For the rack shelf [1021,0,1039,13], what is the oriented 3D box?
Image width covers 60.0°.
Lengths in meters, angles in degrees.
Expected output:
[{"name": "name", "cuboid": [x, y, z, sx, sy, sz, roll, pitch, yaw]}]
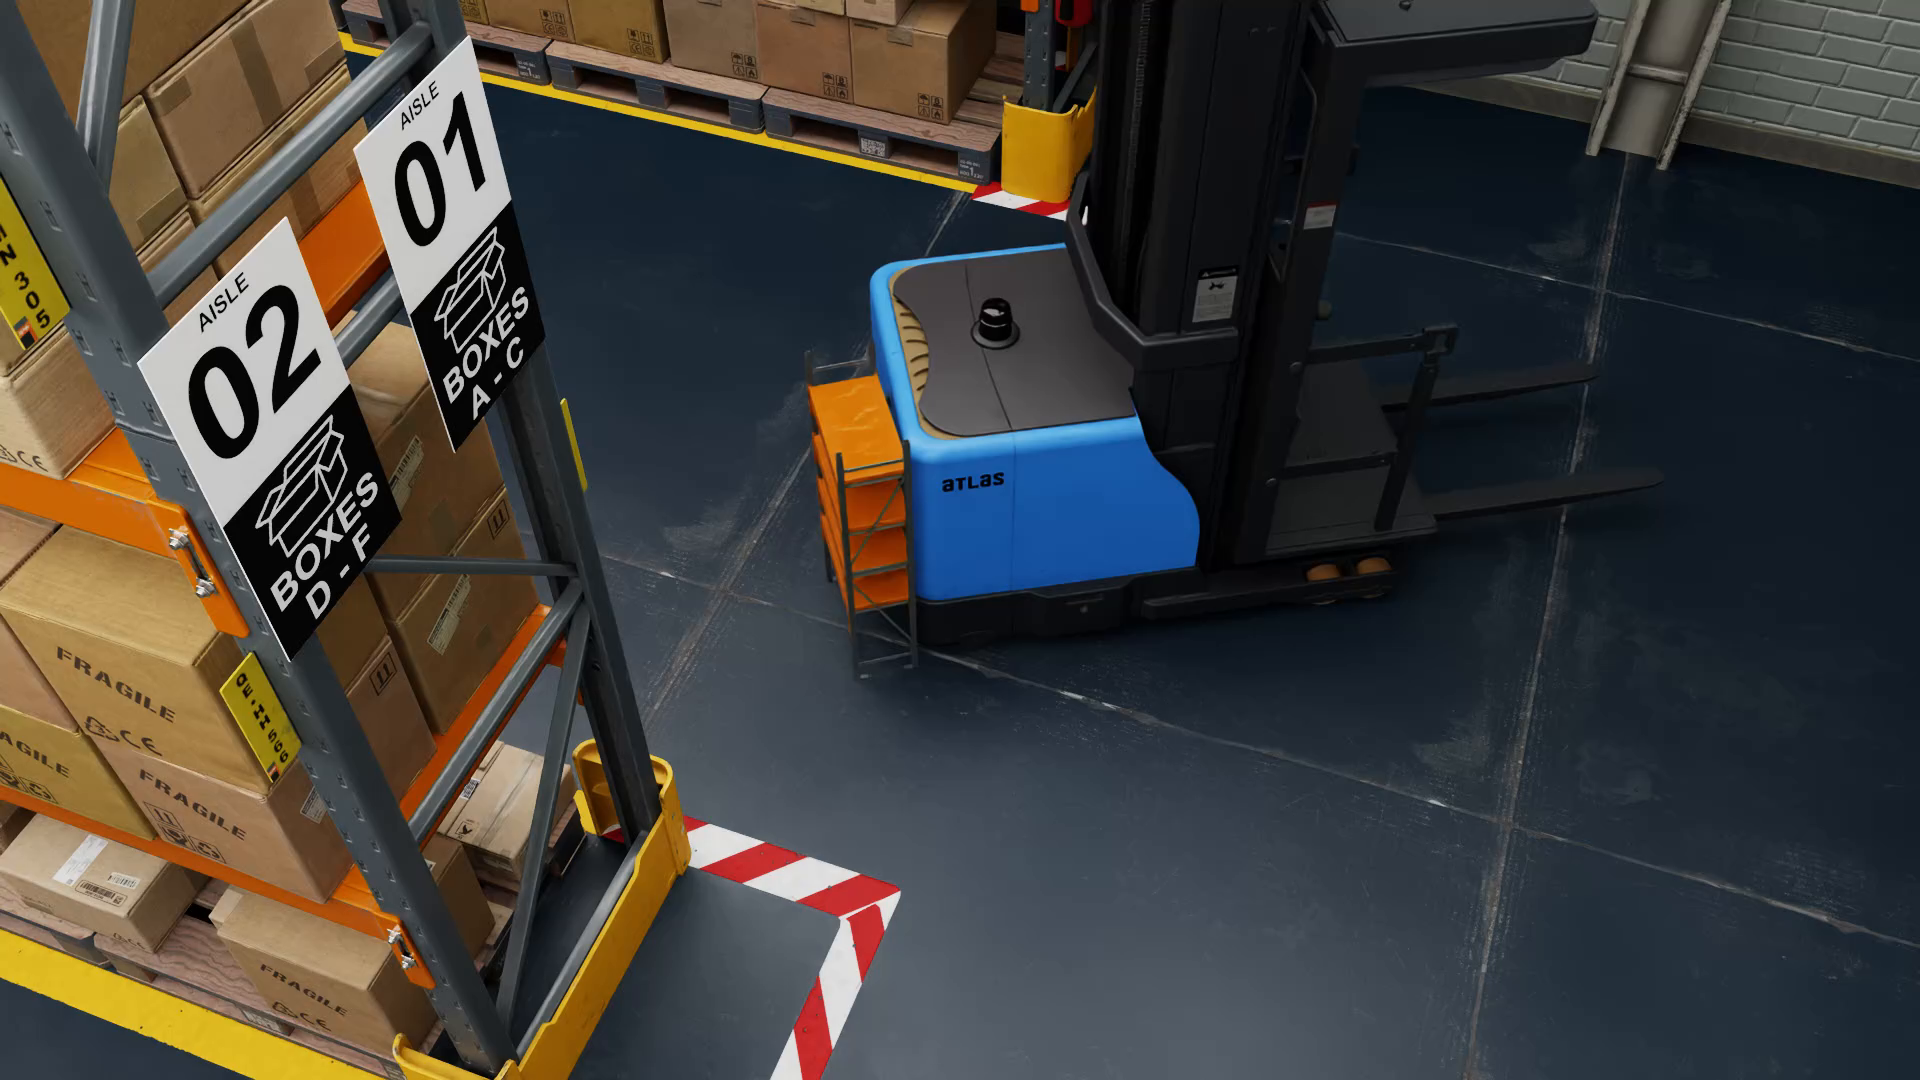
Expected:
[{"name": "rack shelf", "cuboid": [-1.354, -3.345, 8.007, 4.000, 0.370, 1.077, 16, 51, 13]}]

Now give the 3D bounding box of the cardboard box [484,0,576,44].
[{"name": "cardboard box", "cuboid": [-2.094, -3.021, 8.626, 0.500, 0.500, 0.700, 15, 51, 13]}]

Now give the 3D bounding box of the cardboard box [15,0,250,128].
[{"name": "cardboard box", "cuboid": [-1.679, -1.010, 2.794, 0.500, 0.500, 0.700, 16, 51, 13]}]

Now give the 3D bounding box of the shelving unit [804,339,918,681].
[{"name": "shelving unit", "cuboid": [-0.340, -0.079, 5.890, 0.258, 1.200, 0.503, -12, 50, -10]}]

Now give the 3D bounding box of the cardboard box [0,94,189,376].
[{"name": "cardboard box", "cuboid": [-1.761, -0.595, 2.931, 0.500, 0.250, 0.500, 16, 51, 13]}]

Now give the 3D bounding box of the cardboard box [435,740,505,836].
[{"name": "cardboard box", "cuboid": [-1.699, 0.821, 5.504, 0.250, 0.166, 0.380, 16, 51, 13]}]

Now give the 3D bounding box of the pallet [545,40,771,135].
[{"name": "pallet", "cuboid": [-1.396, -2.618, 8.746, 1.213, 0.211, 1.003, 16, 51, 13]}]

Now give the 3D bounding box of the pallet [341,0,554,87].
[{"name": "pallet", "cuboid": [-2.544, -2.937, 9.022, 1.213, 0.211, 1.003, 16, 51, 13]}]

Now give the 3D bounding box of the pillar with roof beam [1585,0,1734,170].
[{"name": "pillar with roof beam", "cuboid": [1.863, -1.876, 2.288, 0.400, 9.000, 9.100, 16, 51, 13]}]

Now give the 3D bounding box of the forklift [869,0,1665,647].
[{"name": "forklift", "cuboid": [1.222, -1.100, 5.630, 3.031, 2.935, 1.130, -8, 50, -7]}]

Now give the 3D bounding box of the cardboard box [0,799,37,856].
[{"name": "cardboard box", "cuboid": [-3.179, 0.570, 5.499, 0.637, 0.503, 0.797, 16, 51, 13]}]

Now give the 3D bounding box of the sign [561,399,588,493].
[{"name": "sign", "cuboid": [-1.003, -0.213, 4.243, 0.005, 0.325, 0.100, 16, 51, 13]}]

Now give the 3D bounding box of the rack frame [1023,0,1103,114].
[{"name": "rack frame", "cuboid": [0.522, -3.057, 7.281, 0.127, 3.000, 1.000, 16, 51, 13]}]

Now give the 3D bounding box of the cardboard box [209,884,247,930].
[{"name": "cardboard box", "cuboid": [-2.135, 1.102, 5.261, 0.250, 0.166, 0.380, 16, 51, 13]}]

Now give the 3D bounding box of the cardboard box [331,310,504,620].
[{"name": "cardboard box", "cuboid": [-1.516, -0.208, 4.084, 0.500, 0.500, 0.500, 17, 51, 14]}]

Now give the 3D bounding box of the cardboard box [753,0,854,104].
[{"name": "cardboard box", "cuboid": [-0.639, -2.619, 8.278, 0.500, 0.500, 0.700, 15, 51, 13]}]

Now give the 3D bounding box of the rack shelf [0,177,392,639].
[{"name": "rack shelf", "cuboid": [-3.067, -0.815, 3.829, 4.000, 0.370, 1.077, 16, 51, 13]}]

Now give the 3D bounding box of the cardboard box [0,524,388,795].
[{"name": "cardboard box", "cuboid": [-1.704, 0.174, 3.753, 0.500, 0.500, 0.500, 15, 51, 13]}]

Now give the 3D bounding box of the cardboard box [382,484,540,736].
[{"name": "cardboard box", "cuboid": [-1.516, 0.120, 4.462, 0.500, 0.500, 0.500, 17, 51, 14]}]

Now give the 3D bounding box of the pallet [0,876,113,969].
[{"name": "pallet", "cuboid": [-3.151, 0.820, 5.766, 1.213, 0.211, 1.003, 16, 51, 13]}]

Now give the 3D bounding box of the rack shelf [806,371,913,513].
[{"name": "rack shelf", "cuboid": [-0.340, -0.336, 5.593, 0.258, 0.148, 0.480, -12, 50, -10]}]

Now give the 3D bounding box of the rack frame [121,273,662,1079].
[{"name": "rack frame", "cuboid": [-1.191, 0.455, 4.237, 0.127, 3.000, 1.000, 16, 51, 13]}]

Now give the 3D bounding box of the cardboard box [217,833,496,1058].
[{"name": "cardboard box", "cuboid": [-1.786, 1.162, 4.987, 0.500, 0.500, 0.500, 16, 51, 13]}]

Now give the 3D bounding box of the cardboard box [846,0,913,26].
[{"name": "cardboard box", "cuboid": [-0.353, -2.605, 7.837, 0.250, 0.149, 0.380, 15, 51, 13]}]

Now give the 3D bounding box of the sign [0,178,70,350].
[{"name": "sign", "cuboid": [-1.402, -0.429, 2.432, 0.005, 0.325, 0.100, 16, 51, 13]}]

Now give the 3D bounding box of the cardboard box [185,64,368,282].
[{"name": "cardboard box", "cuboid": [-1.585, -0.793, 3.433, 0.500, 0.250, 0.500, 16, 51, 13]}]

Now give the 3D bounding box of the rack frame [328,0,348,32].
[{"name": "rack frame", "cuboid": [-3.230, -4.104, 8.189, 0.127, 3.000, 1.000, 16, 51, 13]}]

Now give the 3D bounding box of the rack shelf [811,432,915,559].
[{"name": "rack shelf", "cuboid": [-0.340, -0.181, 5.772, 0.258, 0.148, 0.480, -12, 50, -10]}]

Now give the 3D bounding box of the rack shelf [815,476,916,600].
[{"name": "rack shelf", "cuboid": [-0.339, -0.035, 5.941, 0.258, 0.148, 0.480, -12, 50, -10]}]

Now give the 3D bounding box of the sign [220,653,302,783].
[{"name": "sign", "cuboid": [-1.402, 0.361, 3.344, 0.005, 0.325, 0.100, 16, 51, 13]}]

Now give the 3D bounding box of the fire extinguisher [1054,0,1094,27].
[{"name": "fire extinguisher", "cuboid": [0.504, -2.543, 7.134, 0.183, 0.674, 0.296, 16, 51, 13]}]

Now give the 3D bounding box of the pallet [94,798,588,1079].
[{"name": "pallet", "cuboid": [-2.011, 1.141, 5.488, 1.213, 0.211, 1.003, 16, 51, 13]}]

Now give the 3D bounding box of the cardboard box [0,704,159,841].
[{"name": "cardboard box", "cuboid": [-2.193, 0.365, 4.249, 0.500, 0.500, 0.500, 16, 51, 13]}]

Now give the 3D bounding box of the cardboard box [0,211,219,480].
[{"name": "cardboard box", "cuboid": [-1.764, -0.426, 3.115, 0.500, 0.250, 0.500, 16, 51, 13]}]

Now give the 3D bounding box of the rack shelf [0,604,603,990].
[{"name": "rack shelf", "cuboid": [-3.067, 0.167, 4.963, 4.000, 0.370, 1.077, 16, 51, 13]}]

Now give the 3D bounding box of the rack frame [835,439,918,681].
[{"name": "rack frame", "cuboid": [-0.276, 0.099, 5.736, 0.240, 1.200, 0.015, -12, 50, -10]}]

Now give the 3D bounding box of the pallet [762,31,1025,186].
[{"name": "pallet", "cuboid": [-0.255, -2.298, 8.468, 1.213, 0.211, 1.003, 16, 51, 13]}]

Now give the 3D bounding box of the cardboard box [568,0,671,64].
[{"name": "cardboard box", "cuboid": [-1.613, -2.885, 8.508, 0.500, 0.500, 0.700, 17, 51, 14]}]

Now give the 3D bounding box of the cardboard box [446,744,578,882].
[{"name": "cardboard box", "cuboid": [-1.465, 0.892, 5.454, 0.250, 0.149, 0.380, 16, 51, 13]}]

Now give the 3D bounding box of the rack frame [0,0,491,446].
[{"name": "rack frame", "cuboid": [-1.191, -1.509, 1.970, 0.127, 3.000, 1.000, 16, 51, 13]}]

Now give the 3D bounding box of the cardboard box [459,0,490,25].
[{"name": "cardboard box", "cuboid": [-2.564, -3.155, 8.742, 0.500, 0.500, 0.700, 16, 51, 14]}]

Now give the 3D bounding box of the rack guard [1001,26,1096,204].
[{"name": "rack guard", "cuboid": [0.545, -2.232, 8.220, 0.348, 0.500, 1.175, 16, 51, 13]}]

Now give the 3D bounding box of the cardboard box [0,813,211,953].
[{"name": "cardboard box", "cuboid": [-2.667, 0.974, 5.316, 0.500, 0.250, 0.500, 16, 51, 13]}]

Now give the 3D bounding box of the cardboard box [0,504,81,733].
[{"name": "cardboard box", "cuboid": [-2.178, 0.042, 3.868, 0.500, 0.500, 0.500, 17, 51, 14]}]

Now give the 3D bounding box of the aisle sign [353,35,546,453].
[{"name": "aisle sign", "cuboid": [-1.025, -0.586, 3.419, 0.004, 0.787, 0.394, 16, 51, 13]}]

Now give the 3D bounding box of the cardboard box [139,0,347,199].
[{"name": "cardboard box", "cuboid": [-1.583, -0.961, 3.248, 0.500, 0.250, 0.500, 16, 51, 13]}]

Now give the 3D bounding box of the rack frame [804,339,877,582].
[{"name": "rack frame", "cuboid": [-0.403, -0.257, 6.045, 0.240, 1.200, 0.015, -12, 50, -10]}]

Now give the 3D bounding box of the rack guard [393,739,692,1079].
[{"name": "rack guard", "cuboid": [-1.262, 1.254, 5.199, 0.348, 0.500, 1.175, 16, 51, 13]}]

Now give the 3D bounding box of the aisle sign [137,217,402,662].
[{"name": "aisle sign", "cuboid": [-1.233, -0.161, 3.051, 0.004, 0.787, 0.394, 16, 51, 13]}]

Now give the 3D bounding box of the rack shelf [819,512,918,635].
[{"name": "rack shelf", "cuboid": [-0.339, 0.095, 6.091, 0.258, 0.148, 0.480, -12, 50, -10]}]

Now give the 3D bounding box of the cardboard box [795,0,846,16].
[{"name": "cardboard box", "cuboid": [-0.593, -2.672, 7.894, 0.250, 0.149, 0.380, 17, 51, 14]}]

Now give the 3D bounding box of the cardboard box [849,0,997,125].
[{"name": "cardboard box", "cuboid": [-0.169, -2.488, 8.164, 0.500, 0.500, 0.700, 16, 51, 13]}]

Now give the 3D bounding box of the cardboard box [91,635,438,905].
[{"name": "cardboard box", "cuboid": [-1.706, 0.498, 4.134, 0.500, 0.500, 0.500, 17, 51, 14]}]

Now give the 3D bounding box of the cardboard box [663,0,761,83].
[{"name": "cardboard box", "cuboid": [-1.111, -2.751, 8.392, 0.500, 0.500, 0.700, 14, 51, 12]}]
